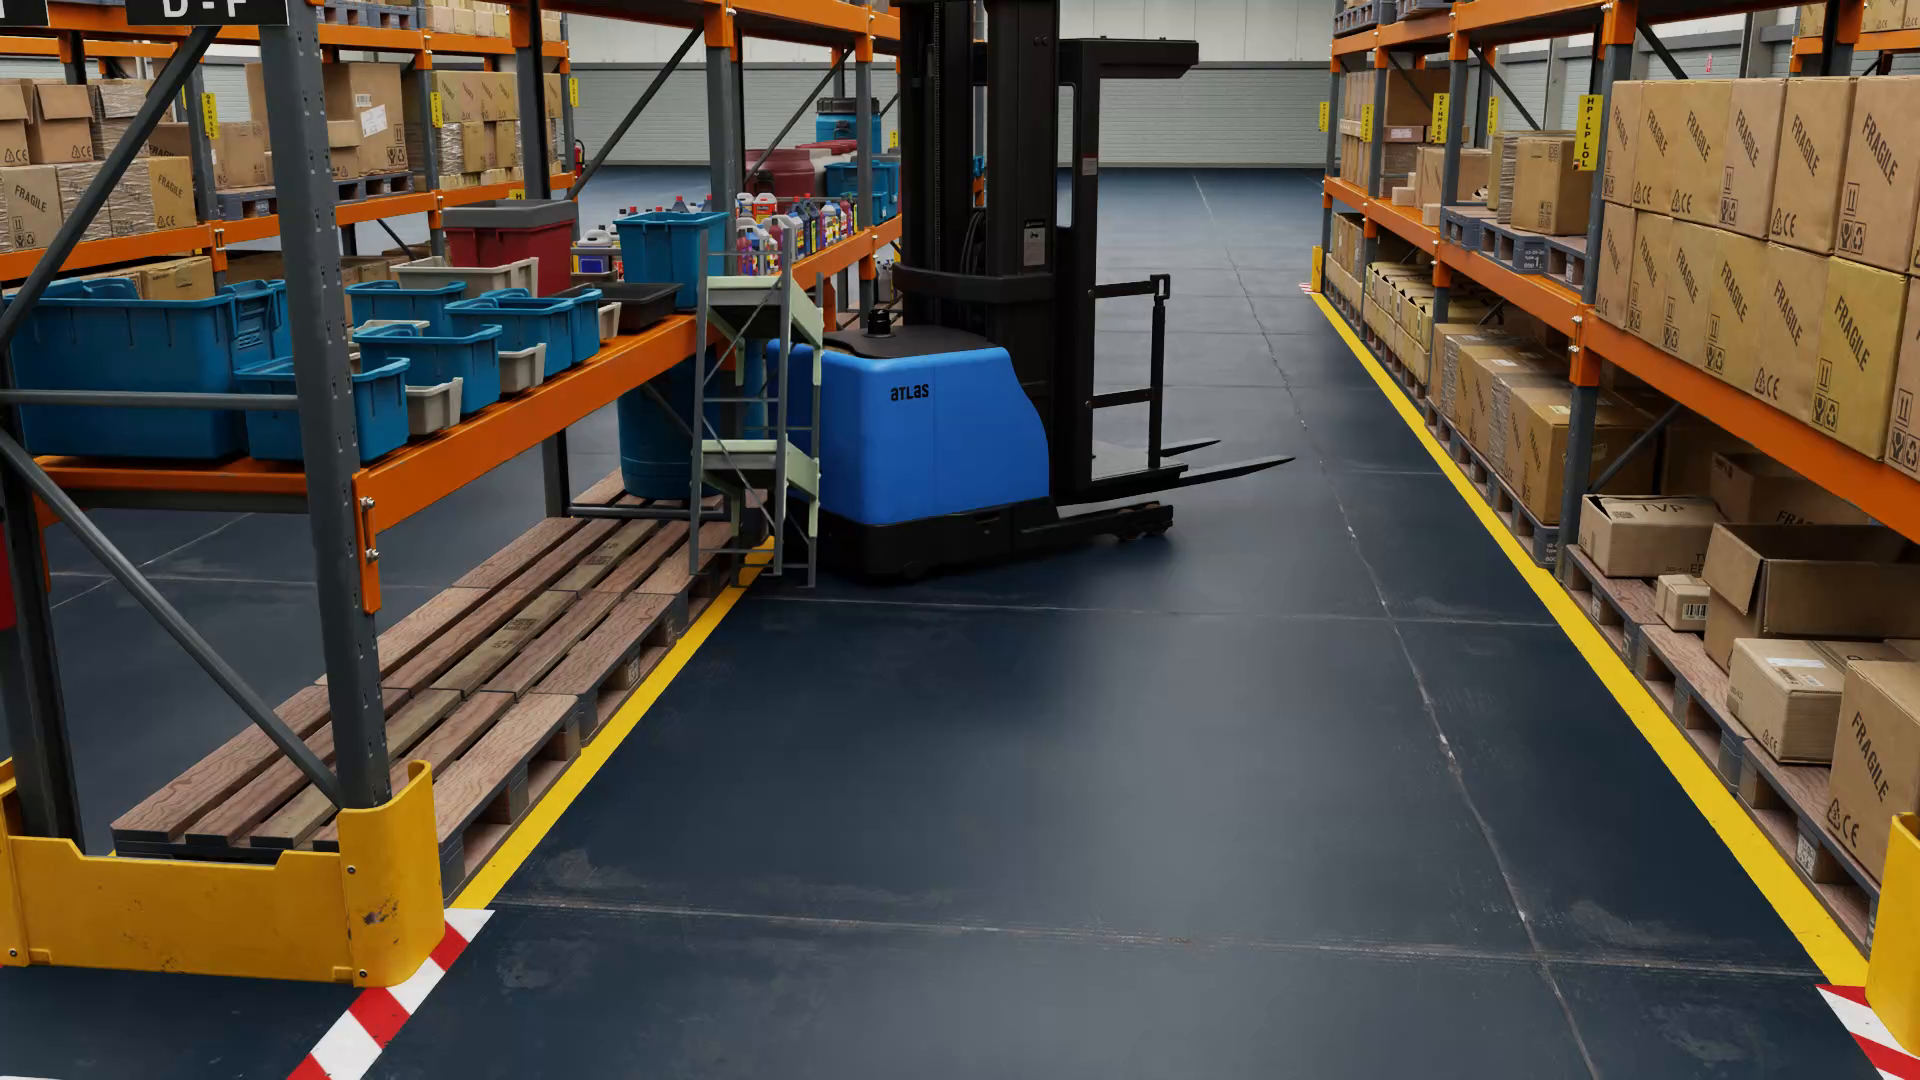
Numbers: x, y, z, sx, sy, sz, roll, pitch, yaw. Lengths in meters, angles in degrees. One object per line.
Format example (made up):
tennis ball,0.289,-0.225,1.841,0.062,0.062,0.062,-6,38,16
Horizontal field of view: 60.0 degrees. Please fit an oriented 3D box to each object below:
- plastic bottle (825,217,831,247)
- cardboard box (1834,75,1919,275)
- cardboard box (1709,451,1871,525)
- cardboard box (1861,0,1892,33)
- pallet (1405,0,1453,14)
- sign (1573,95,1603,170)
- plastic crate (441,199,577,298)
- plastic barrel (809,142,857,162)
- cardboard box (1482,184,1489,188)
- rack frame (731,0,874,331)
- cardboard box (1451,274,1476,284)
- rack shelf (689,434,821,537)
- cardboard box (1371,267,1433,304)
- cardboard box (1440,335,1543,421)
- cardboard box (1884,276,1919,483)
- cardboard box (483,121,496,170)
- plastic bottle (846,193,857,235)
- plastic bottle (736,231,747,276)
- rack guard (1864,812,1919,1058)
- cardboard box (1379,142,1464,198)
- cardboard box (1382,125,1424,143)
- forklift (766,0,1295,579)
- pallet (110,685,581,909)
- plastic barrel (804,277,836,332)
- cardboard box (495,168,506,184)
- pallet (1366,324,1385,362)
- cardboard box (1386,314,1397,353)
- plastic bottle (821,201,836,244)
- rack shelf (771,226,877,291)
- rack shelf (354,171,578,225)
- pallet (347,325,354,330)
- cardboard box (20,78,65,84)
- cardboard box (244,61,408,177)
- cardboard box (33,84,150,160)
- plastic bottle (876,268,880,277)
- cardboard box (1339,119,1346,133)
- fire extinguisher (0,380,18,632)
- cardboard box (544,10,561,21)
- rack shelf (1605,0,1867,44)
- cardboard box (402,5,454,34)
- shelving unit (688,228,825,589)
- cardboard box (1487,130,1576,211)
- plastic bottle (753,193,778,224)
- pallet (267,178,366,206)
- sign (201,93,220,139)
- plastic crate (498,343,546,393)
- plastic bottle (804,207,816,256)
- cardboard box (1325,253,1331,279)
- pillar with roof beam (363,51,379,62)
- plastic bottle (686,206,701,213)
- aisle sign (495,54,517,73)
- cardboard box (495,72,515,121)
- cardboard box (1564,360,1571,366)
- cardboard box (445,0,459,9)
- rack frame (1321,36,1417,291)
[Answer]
plastic bottle,-0.872,-1.966,10.566,0.097,0.201,0.097,0,15,0
cardboard box,2.724,-0.984,4.446,0.500,0.500,0.500,2,15,8
cardboard box,3.560,-0.085,7.176,0.500,0.500,0.500,2,15,6
cardboard box,9.143,-5.217,16.232,0.500,0.500,0.500,3,15,10
pallet,3.782,-3.808,11.615,1.213,0.211,1.003,2,15,9
sign,2.791,-1.810,7.391,0.100,0.325,0.005,2,15,6
plastic crate,-1.929,-1.218,7.183,0.402,0.464,0.583,2,15,6
plastic barrel,-1.085,-3.091,14.086,0.433,0.535,0.433,0,15,0
cardboard box,4.087,-2.456,12.170,0.500,0.311,0.500,2,15,6
rack frame,-1.127,-2.420,11.864,1.000,3.000,0.127,2,15,6
cardboard box,4.373,-2.079,13.991,0.500,0.311,0.500,2,15,6
rack shelf,-0.905,-0.235,7.443,0.431,0.370,0.720,0,-6,6
cardboard box,3.889,-2.227,14.540,0.500,0.311,0.500,2,15,6
cardboard box,3.405,-1.033,10.682,0.500,0.500,0.500,1,15,4
cardboard box,2.671,-0.370,4.094,0.500,0.500,0.500,2,15,8
cardboard box,-5.437,-4.171,17.580,0.875,0.500,0.500,2,15,6
plastic bottle,-0.749,-2.246,11.445,0.061,0.283,0.133,2,15,6
plastic bottle,-1.113,-1.409,8.348,0.061,0.283,0.133,2,15,6
rack guard,2.900,0.989,4.047,1.175,0.500,0.348,2,15,6
cardboard box,4.289,-3.474,15.571,0.700,0.500,0.500,1,15,5
cardboard box,4.063,-3.749,15.344,0.380,0.149,0.250,2,15,6
forklift,0.510,-1.511,8.636,3.031,2.935,1.130,-11,18,-35
pallet,-1.898,0.788,5.342,1.003,0.211,1.213,2,15,6
plastic barrel,-1.166,-1.448,11.622,0.600,0.830,0.708,2,15,6
cardboard box,-5.118,-3.918,17.887,0.380,0.149,0.250,2,15,6
pallet,4.201,-1.772,14.811,1.003,0.211,1.213,2,15,6
cardboard box,3.781,-1.690,13.627,0.500,0.250,0.500,2,15,7
plastic bottle,-0.850,-2.050,10.743,0.097,0.271,0.097,0,15,0
rack shelf,-1.353,-1.554,10.040,1.077,0.370,4.000,2,15,6
rack shelf,-5.372,-3.775,18.253,1.077,0.370,4.000,2,15,6
pallet,-5.819,-1.738,14.684,1.003,0.211,1.213,2,15,6
cardboard box,-10.294,-4.746,18.111,0.875,0.550,0.550,2,15,6
cardboard box,-5.826,-3.894,15.361,1.000,1.000,1.000,2,15,7
cardboard box,-6.147,-2.909,11.560,0.797,0.503,0.637,2,15,8
plastic bottle,-0.868,-2.616,16.823,0.144,0.351,0.185,1,15,3
cardboard box,4.438,-4.614,18.544,0.380,0.149,0.250,2,15,6
fire extinguisher,-2.499,-0.102,4.155,0.296,0.674,0.183,2,15,6
cardboard box,-4.867,-6.127,19.353,0.380,0.149,0.250,2,15,6
rack shelf,3.117,-1.817,5.269,1.077,0.370,4.000,2,15,6
cardboard box,-5.292,-5.088,16.272,0.500,0.250,0.500,1,15,4
shelving unit,-0.899,-0.559,7.476,0.431,1.500,0.755,0,-6,6
cardboard box,3.835,-2.357,10.637,0.700,0.500,0.500,-3,16,-13
plastic bottle,-1.346,-2.253,11.484,0.152,0.276,0.135,2,15,6
pallet,-5.866,-2.988,14.332,1.003,0.211,1.213,2,15,6
sign,-5.497,-3.109,12.196,0.100,0.325,0.005,2,15,6
plastic crate,-1.480,-0.558,5.368,0.250,0.136,0.298,2,15,6
plastic bottle,-0.914,-1.867,10.044,0.061,0.283,0.133,2,15,6
cardboard box,4.415,-3.091,18.809,0.500,0.250,0.500,2,15,6
pillar with roof beam,-13.236,-15.474,48.647,9.100,9.000,0.400,2,15,6
plastic bottle,-1.654,-1.898,10.171,0.152,0.276,0.135,2,15,6
aisle sign,-5.437,-5.920,19.830,0.394,0.787,0.004,2,15,6
cardboard box,-5.137,-4.776,17.902,0.500,0.500,0.500,2,15,6
cardboard box,3.810,-0.759,9.667,0.500,0.500,0.500,1,15,4
cardboard box,-5.240,-5.387,16.616,0.380,0.149,0.250,2,15,7
rack frame,4.697,-4.348,18.995,1.000,3.000,0.127,2,15,6
